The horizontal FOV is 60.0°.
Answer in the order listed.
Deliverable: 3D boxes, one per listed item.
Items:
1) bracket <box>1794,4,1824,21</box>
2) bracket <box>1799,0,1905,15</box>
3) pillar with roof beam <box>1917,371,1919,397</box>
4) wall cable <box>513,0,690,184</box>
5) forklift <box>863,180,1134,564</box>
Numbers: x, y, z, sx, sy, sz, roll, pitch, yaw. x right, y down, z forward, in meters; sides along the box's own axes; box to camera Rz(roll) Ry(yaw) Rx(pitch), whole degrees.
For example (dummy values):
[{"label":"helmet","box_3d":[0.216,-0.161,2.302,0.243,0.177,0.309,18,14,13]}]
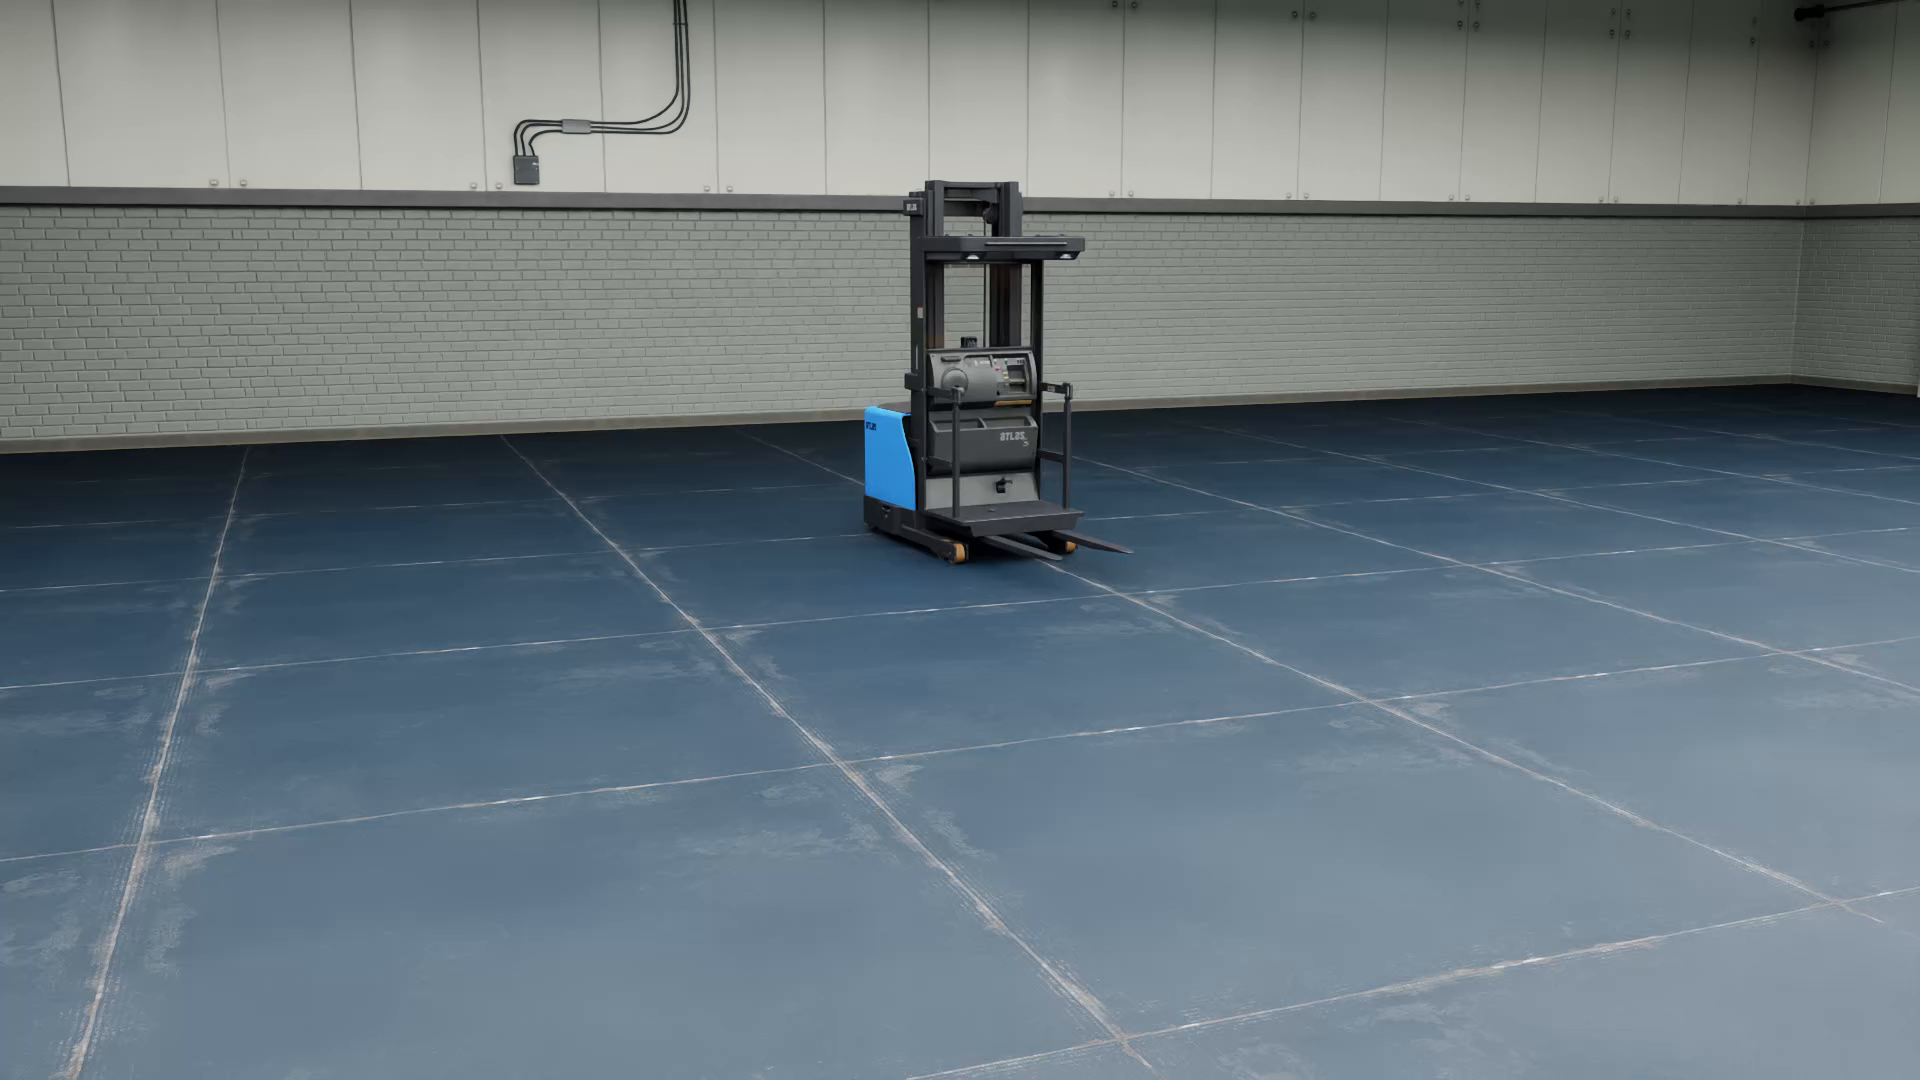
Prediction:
[{"label":"bracket","box_3d":[14.401,-8.936,28.185,0.235,0.232,0.430,-4,11,-21]},{"label":"bracket","box_3d":[14.615,-8.840,27.643,0.076,0.066,3.189,-4,11,-21]},{"label":"pillar with roof beam","box_3d":[11.728,-6.459,24.535,9.100,9.000,0.400,-4,11,-21]},{"label":"wall cable","box_3d":[-4.599,-7.572,21.082,2.305,6.003,0.169,-4,11,-21]},{"label":"forklift","box_3d":[0.287,-1.345,13.111,1.130,2.935,3.031,-5,11,-27]}]
